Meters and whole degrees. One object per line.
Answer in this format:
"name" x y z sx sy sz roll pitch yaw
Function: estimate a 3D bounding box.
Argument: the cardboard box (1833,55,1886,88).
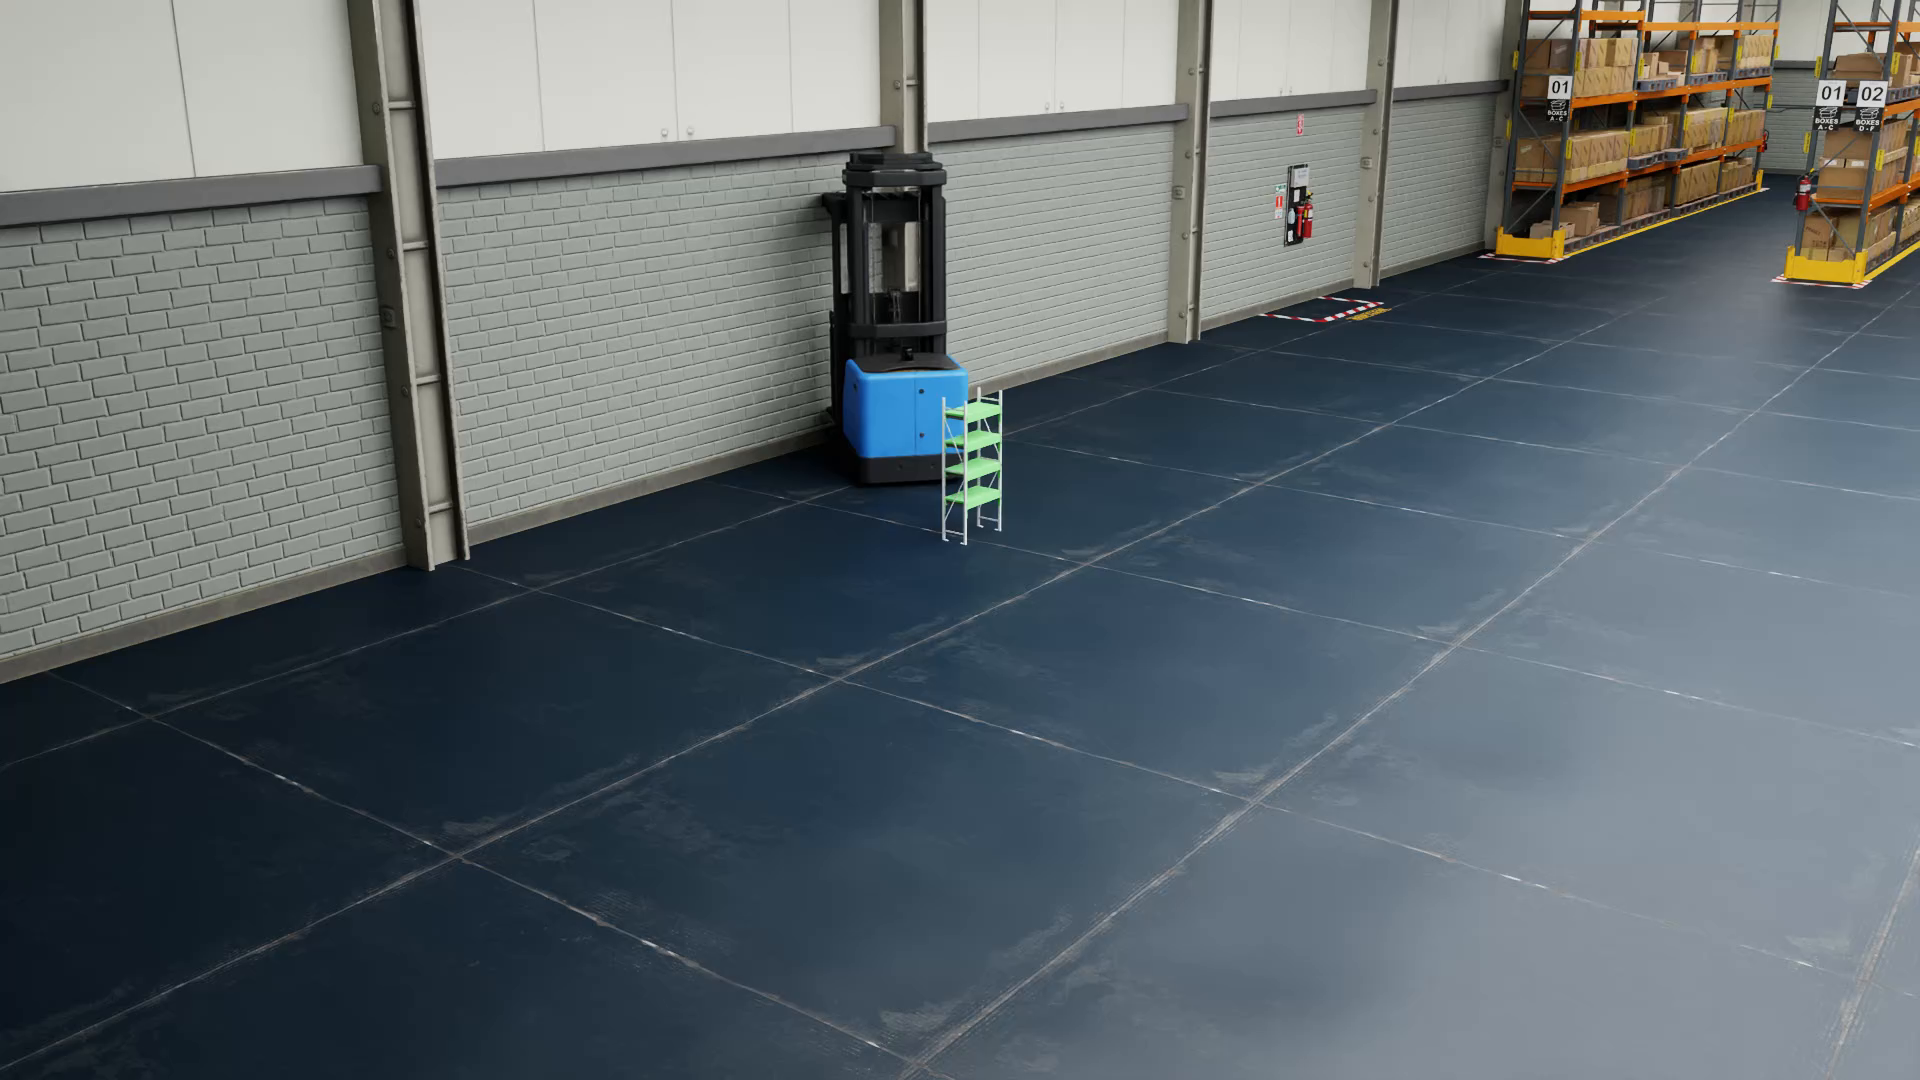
"cardboard box" 14.759 -7.672 27.214 0.797 0.503 0.637 14 22 38

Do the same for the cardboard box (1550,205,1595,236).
"cardboard box" 11.734 -6.128 31.891 0.700 0.500 0.500 11 20 31

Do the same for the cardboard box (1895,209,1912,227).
"cardboard box" 17.546 -6.067 31.205 0.500 0.311 0.500 12 21 34

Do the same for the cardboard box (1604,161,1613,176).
"cardboard box" 12.187 -7.145 31.914 0.500 0.250 0.500 12 21 34

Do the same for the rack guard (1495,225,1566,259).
"rack guard" 10.478 -5.485 30.564 1.175 0.500 0.348 12 21 35

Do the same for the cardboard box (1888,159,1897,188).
"cardboard box" 16.228 -6.553 29.620 0.700 0.500 0.500 12 21 34

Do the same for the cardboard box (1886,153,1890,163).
"cardboard box" 15.737 -6.565 28.565 0.380 0.149 0.250 13 21 35

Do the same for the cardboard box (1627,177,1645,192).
"cardboard box" 14.120 -7.512 35.084 0.500 0.250 0.500 12 21 34

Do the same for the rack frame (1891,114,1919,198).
"rack frame" 19.180 -7.692 33.455 1.000 3.000 0.127 12 21 35

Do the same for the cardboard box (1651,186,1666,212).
"cardboard box" 14.812 -7.402 35.994 0.700 0.500 0.500 13 21 35

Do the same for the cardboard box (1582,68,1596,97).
"cardboard box" 11.182 -8.308 30.178 0.500 0.500 0.500 14 22 38

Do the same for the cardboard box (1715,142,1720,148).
"cardboard box" 17.477 -9.214 38.746 0.380 0.149 0.250 13 21 36

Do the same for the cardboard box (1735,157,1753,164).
"cardboard box" 19.699 -9.541 41.823 0.380 0.149 0.250 12 21 34

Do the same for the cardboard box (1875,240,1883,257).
"cardboard box" 15.807 -5.119 29.099 0.500 0.250 0.500 12 21 35

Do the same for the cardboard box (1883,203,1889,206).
"cardboard box" 17.714 -6.404 32.290 0.500 0.311 0.500 12 21 34

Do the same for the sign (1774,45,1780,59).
"sign" 20.394 -12.190 41.523 0.100 0.325 0.005 12 21 35

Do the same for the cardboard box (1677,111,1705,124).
"cardboard box" 16.292 -9.434 37.098 0.500 0.250 0.500 13 21 35

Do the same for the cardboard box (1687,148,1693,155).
"cardboard box" 15.965 -8.600 36.770 0.380 0.149 0.250 13 22 36

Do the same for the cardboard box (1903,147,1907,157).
"cardboard box" 16.807 -6.994 29.945 0.380 0.149 0.250 12 21 35

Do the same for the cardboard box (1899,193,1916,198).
"cardboard box" 19.549 -6.972 34.611 0.500 0.500 0.500 13 22 37

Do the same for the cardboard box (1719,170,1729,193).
"cardboard box" 18.111 -8.686 40.162 0.700 0.500 0.500 13 21 35

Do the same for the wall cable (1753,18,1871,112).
"wall cable" 23.623 -13.138 46.112 3.097 2.526 0.112 12 21 35

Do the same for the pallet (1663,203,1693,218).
"pallet" 15.730 -7.409 37.246 1.003 0.211 1.213 12 21 35

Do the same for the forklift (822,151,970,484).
"forklift" -0.727 -2.310 16.242 1.130 2.935 3.031 -4 18 -12

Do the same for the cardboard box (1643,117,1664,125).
"cardboard box" 14.838 -8.967 35.558 0.380 0.149 0.250 9 19 26

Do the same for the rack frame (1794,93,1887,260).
"rack frame" 14.413 -5.786 27.319 1.000 3.000 0.127 12 21 35

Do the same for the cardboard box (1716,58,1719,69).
"cardboard box" 17.802 -11.333 39.497 0.500 0.250 0.500 13 21 35

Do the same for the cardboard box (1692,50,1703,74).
"cardboard box" 16.056 -10.647 37.004 0.700 0.500 0.500 14 22 37

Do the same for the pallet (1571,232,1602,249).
"pallet" 11.718 -5.824 32.141 1.003 0.211 1.213 12 21 35

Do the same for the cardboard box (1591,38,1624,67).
"cardboard box" 12.115 -9.155 31.221 0.500 0.500 0.500 12 21 33

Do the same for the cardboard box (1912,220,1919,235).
"cardboard box" 18.152 -6.045 32.081 0.500 0.250 0.500 13 21 36

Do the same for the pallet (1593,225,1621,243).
"pallet" 12.444 -6.116 33.081 1.003 0.211 1.213 12 21 35

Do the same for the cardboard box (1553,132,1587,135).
"cardboard box" 11.756 -7.594 32.096 0.500 0.500 0.500 13 22 36

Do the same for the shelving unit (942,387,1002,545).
"shelving unit" 0.099 -0.612 13.693 0.258 1.200 0.503 12 21 35

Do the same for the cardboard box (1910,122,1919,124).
"cardboard box" 21.102 -8.819 36.210 0.700 0.500 0.500 5 18 16

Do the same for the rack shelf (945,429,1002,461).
"rack shelf" 0.099 -0.781 13.641 0.258 0.148 0.480 12 21 35

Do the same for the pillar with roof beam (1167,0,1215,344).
"pillar with roof beam" 6.463 -6.227 18.621 9.100 9.000 0.400 12 21 35

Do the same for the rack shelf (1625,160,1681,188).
"rack shelf" 14.008 -7.746 34.844 1.077 0.370 4.000 12 21 35

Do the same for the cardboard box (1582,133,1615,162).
"cardboard box" 12.181 -7.504 31.806 0.500 0.500 0.500 12 21 33

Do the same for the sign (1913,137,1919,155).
"sign" 17.243 -7.093 29.932 0.100 0.325 0.005 12 21 35

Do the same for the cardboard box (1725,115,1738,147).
"cardboard box" 17.919 -9.789 39.701 0.980 0.700 0.700 13 21 36

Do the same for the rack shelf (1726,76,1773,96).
"rack shelf" 18.775 -11.084 40.534 1.077 0.370 4.000 12 21 35

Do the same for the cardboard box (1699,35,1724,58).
"cardboard box" 17.812 -11.694 39.396 0.500 0.500 0.500 12 21 34

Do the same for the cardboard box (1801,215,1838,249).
"cardboard box" 14.494 -5.212 28.134 0.500 0.500 0.500 12 21 35

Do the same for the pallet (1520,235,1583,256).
"pallet" 10.991 -5.534 31.210 1.003 0.211 1.213 12 21 35

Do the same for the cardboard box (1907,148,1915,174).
"cardboard box" 17.880 -7.212 31.740 0.500 0.500 0.500 12 21 35

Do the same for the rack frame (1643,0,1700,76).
"rack frame" 15.200 -11.431 35.381 1.000 3.000 0.127 12 21 35

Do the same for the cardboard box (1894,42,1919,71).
"cardboard box" 17.196 -8.799 30.241 0.500 0.500 0.500 13 21 35

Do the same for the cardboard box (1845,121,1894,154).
"cardboard box" 15.640 -6.941 28.681 0.700 0.500 0.500 12 21 35

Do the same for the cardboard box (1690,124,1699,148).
"cardboard box" 16.014 -8.959 36.832 0.500 0.500 0.500 13 22 36

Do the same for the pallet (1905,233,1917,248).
"pallet" 17.931 -5.882 32.327 1.003 0.211 1.213 12 21 35

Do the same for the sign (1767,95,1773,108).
"sign" 20.394 -11.039 41.880 0.100 0.325 0.005 12 21 35

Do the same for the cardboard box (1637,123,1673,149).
"cardboard box" 14.928 -8.710 35.825 0.700 0.500 0.500 10 20 28
